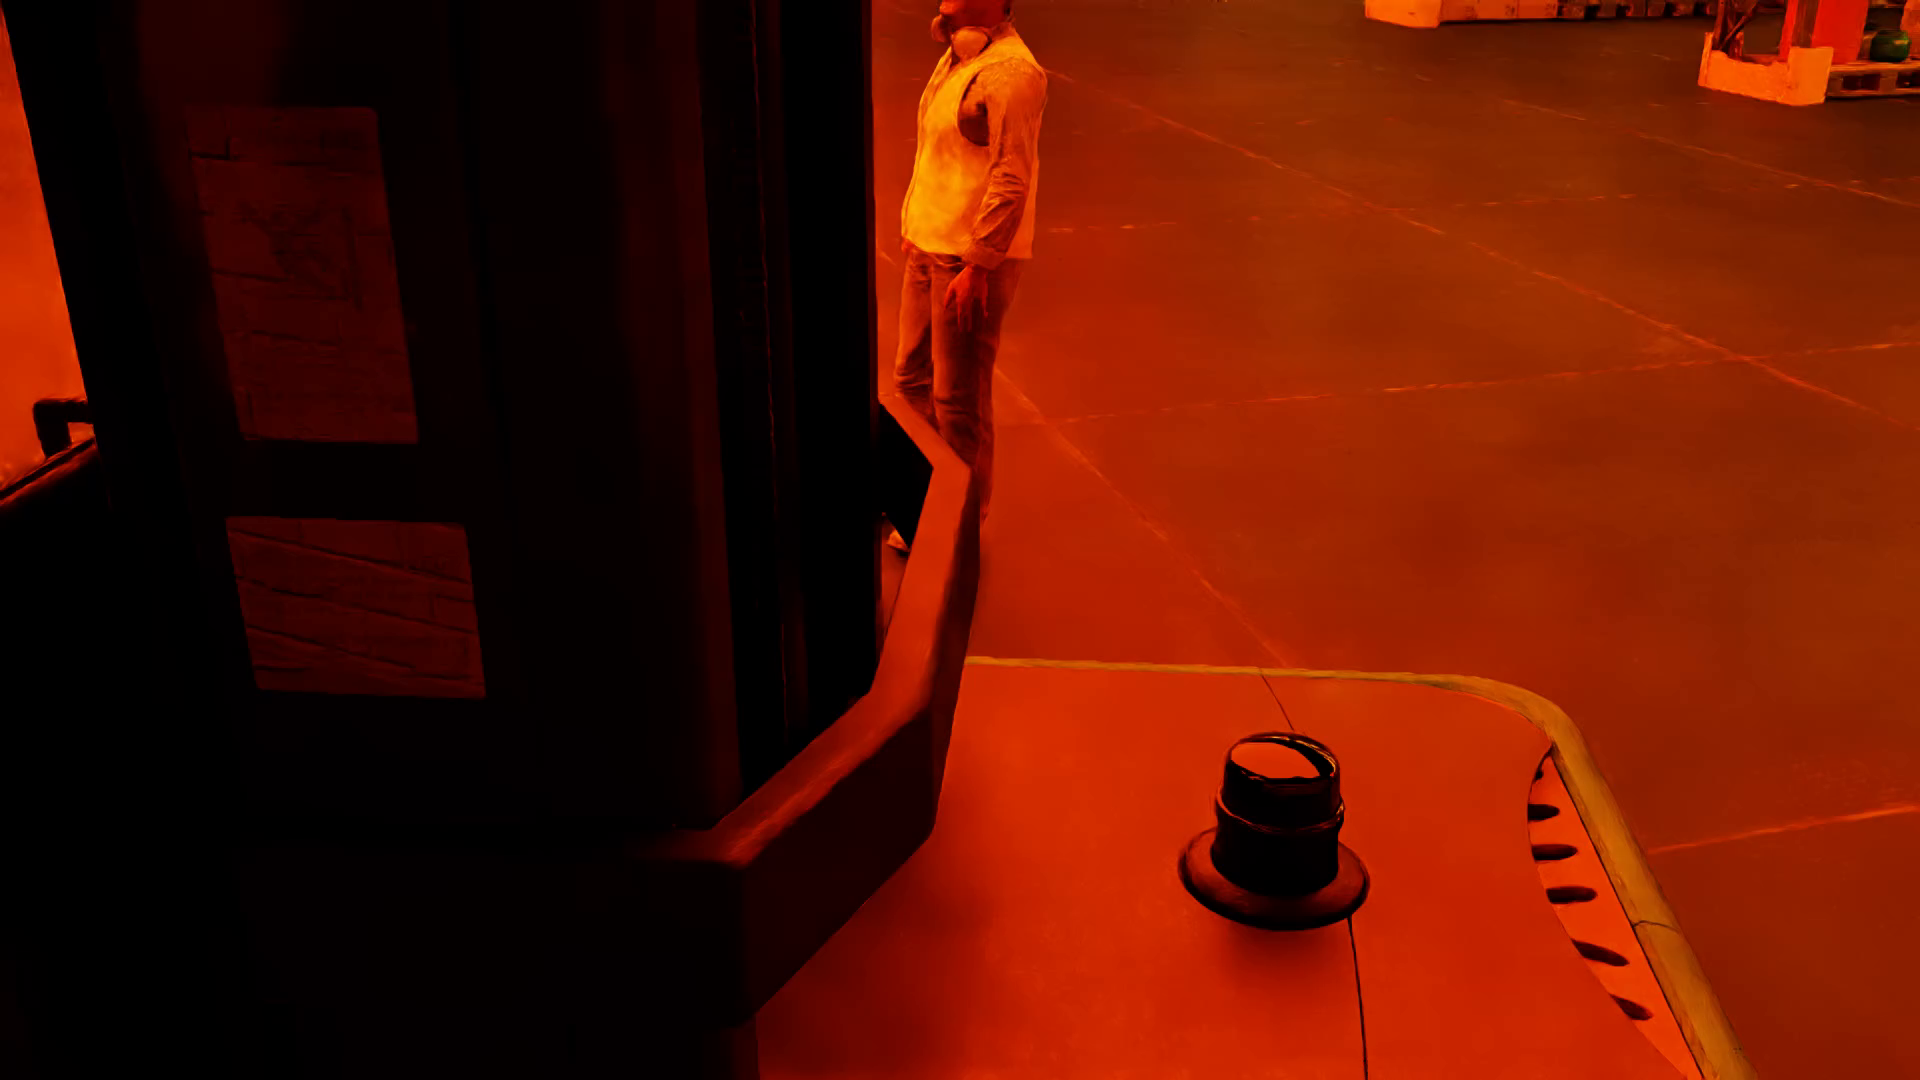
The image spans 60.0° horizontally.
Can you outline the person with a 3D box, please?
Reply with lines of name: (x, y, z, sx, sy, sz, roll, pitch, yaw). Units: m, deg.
person: (-0.062, -0.819, 4.695, 0.567, 1.773, 0.632, -6, 24, -14)
